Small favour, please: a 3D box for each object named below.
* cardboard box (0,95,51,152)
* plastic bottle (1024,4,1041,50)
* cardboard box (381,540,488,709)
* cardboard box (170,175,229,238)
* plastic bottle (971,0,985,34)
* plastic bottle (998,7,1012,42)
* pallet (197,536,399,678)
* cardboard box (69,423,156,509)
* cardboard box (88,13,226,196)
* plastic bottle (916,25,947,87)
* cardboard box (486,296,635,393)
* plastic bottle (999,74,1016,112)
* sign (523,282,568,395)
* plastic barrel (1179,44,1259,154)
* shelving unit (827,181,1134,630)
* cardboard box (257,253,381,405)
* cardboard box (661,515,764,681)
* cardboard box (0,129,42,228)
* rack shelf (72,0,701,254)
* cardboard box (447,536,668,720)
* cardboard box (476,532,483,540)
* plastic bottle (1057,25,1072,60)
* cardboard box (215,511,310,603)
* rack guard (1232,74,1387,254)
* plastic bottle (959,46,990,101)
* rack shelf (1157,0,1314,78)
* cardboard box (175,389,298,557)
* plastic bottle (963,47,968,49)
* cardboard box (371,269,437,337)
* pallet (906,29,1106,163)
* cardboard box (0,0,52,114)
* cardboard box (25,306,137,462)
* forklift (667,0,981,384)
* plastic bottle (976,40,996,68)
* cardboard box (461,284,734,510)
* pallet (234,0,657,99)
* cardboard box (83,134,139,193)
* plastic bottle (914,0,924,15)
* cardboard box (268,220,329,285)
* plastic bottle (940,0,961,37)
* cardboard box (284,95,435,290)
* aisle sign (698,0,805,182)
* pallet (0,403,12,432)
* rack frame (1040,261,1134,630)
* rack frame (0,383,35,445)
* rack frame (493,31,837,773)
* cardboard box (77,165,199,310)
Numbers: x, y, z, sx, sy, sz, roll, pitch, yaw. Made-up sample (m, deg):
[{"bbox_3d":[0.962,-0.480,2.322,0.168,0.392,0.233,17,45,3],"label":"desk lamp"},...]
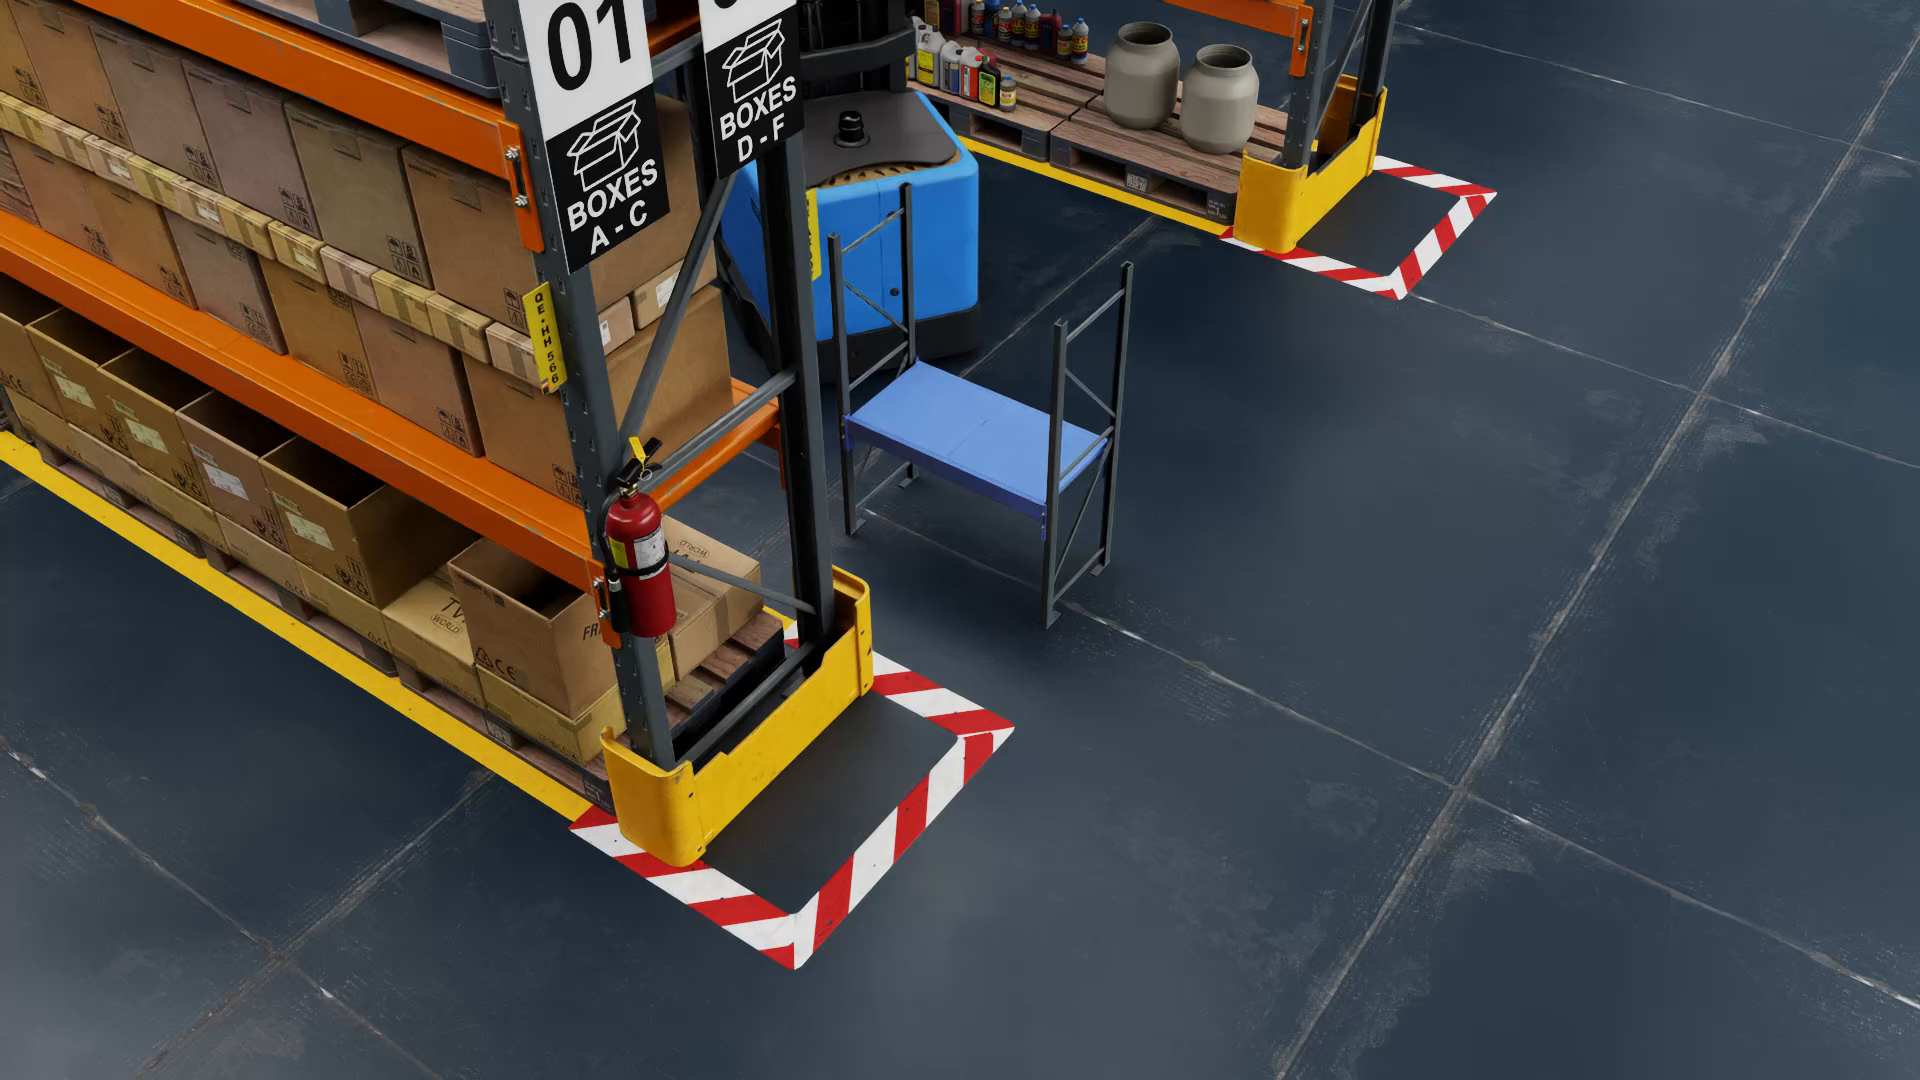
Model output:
[{"bbox_3d":[-3.346,-1.632,6.263,0.250,0.149,0.380,25,47,25],"label":"cardboard box"},{"bbox_3d":[0.448,-3.169,10.258,0.097,0.271,0.097,0,42,0],"label":"plastic bottle"},{"bbox_3d":[-1.839,0.316,6.395,0.500,0.250,0.500,25,48,25],"label":"cardboard box"},{"bbox_3d":[-2.507,-1.238,5.822,0.250,0.149,0.380,24,47,25],"label":"cardboard box"},{"bbox_3d":[0.116,-3.298,10.455,0.097,0.201,0.097,0,42,0],"label":"plastic bottle"},{"bbox_3d":[0.285,-3.219,10.367,0.097,0.201,0.097,0,42,0],"label":"plastic bottle"},{"bbox_3d":[-2.458,-0.022,7.116,1.213,0.211,1.003,25,48,25],"label":"pallet"},{"bbox_3d":[-3.476,-0.450,7.250,0.500,0.250,0.500,25,48,25],"label":"cardboard box"},{"bbox_3d":[-2.489,-1.633,5.778,0.500,0.500,0.700,25,48,25],"label":"cardboard box"},{"bbox_3d":[-0.164,-2.893,9.890,0.185,0.351,0.144,27,48,27],"label":"plastic bottle"},{"bbox_3d":[-1.236,-0.645,5.160,0.250,0.149,0.380,24,47,25],"label":"cardboard box"},{"bbox_3d":[0.278,-2.611,9.688,0.097,0.201,0.097,0,42,0],"label":"plastic bottle"},{"bbox_3d":[-1.136,-0.552,4.572,0.005,0.325,0.100,25,48,25],"label":"sign"},{"bbox_3d":[1.451,-2.466,9.307,0.421,0.512,0.421,0,42,0],"label":"plastic barrel"},{"bbox_3d":[0.070,-0.526,6.713,1.048,1.500,0.538,25,48,25],"label":"shelving unit"},{"bbox_3d":[-2.024,-0.938,5.974,0.500,0.500,0.700,25,48,26],"label":"cardboard box"},{"bbox_3d":[-1.125,0.218,6.504,0.500,0.250,0.500,25,48,25],"label":"cardboard box"},{"bbox_3d":[-3.722,-1.726,6.854,0.500,0.500,0.700,24,47,24],"label":"cardboard box"},{"bbox_3d":[-2.451,-1.939,5.458,4.000,0.370,1.077,25,48,25],"label":"rack shelf"},{"bbox_3d":[-1.423,0.222,5.937,0.500,0.500,0.500,25,48,25],"label":"cardboard box"},{"bbox_3d":[-1.945,-0.163,6.930,0.500,0.250,0.500,25,48,25],"label":"cardboard box"},{"bbox_3d":[0.643,-3.052,10.179,0.097,0.201,0.097,0,42,0],"label":"plastic bottle"},{"bbox_3d":[-2.657,-0.067,6.823,0.500,0.250,0.500,25,48,25],"label":"cardboard box"},{"bbox_3d":[1.944,-2.098,9.220,0.348,0.500,1.175,25,48,25],"label":"rack guard"},{"bbox_3d":[0.088,-2.751,9.787,0.135,0.276,0.152,25,48,26],"label":"plastic bottle"},{"bbox_3d":[0.396,-3.524,9.478,4.000,0.370,1.077,25,48,25],"label":"rack shelf"},{"bbox_3d":[-2.659,-0.345,6.571,0.500,0.500,0.500,25,48,25],"label":"cardboard box"},{"bbox_3d":[0.030,-2.851,9.956,0.097,0.201,0.097,0,42,0],"label":"plastic bottle"},{"bbox_3d":[-1.660,-0.842,5.380,0.250,0.149,0.380,24,47,25],"label":"cardboard box"},{"bbox_3d":[0.288,-2.772,10.190,1.213,0.211,1.003,25,48,25],"label":"pallet"},{"bbox_3d":[-3.307,-2.017,6.206,0.500,0.500,0.700,25,47,25],"label":"cardboard box"},{"bbox_3d":[-3.475,-0.731,7.002,0.500,0.500,0.500,25,48,25],"label":"cardboard box"},{"bbox_3d":[-0.899,-2.807,8.189,1.130,2.935,3.031,-14,44,-15],"label":"forklift"},{"bbox_3d":[0.148,-2.812,9.850,0.133,0.283,0.061,25,48,25],"label":"plastic bottle"},{"bbox_3d":[-1.188,-0.547,5.536,0.500,0.500,0.700,25,48,25],"label":"cardboard box"},{"bbox_3d":[-1.378,-1.693,4.710,1.213,0.211,1.003,25,48,25],"label":"pallet"},{"bbox_3d":[-2.922,-1.434,6.042,0.250,0.149,0.380,24,47,24],"label":"cardboard box"},{"bbox_3d":[-0.234,-3.507,10.627,0.133,0.283,0.061,28,49,28],"label":"plastic bottle"},{"bbox_3d":[-2.080,-1.040,5.601,0.250,0.149,0.380,27,48,27],"label":"cardboard box"},{"bbox_3d":[-0.057,-3.301,10.396,0.133,0.283,0.061,25,48,25],"label":"plastic bottle"},{"bbox_3d":[-1.665,-1.249,5.348,0.500,0.500,0.700,24,47,24],"label":"cardboard box"},{"bbox_3d":[-0.584,-1.434,4.654,0.004,0.787,0.394,25,48,25],"label":"aisle sign"},{"bbox_3d":[-4.714,-1.077,8.295,1.213,0.211,1.003,25,48,25],"label":"pallet"},{"bbox_3d":[0.486,-0.332,6.496,0.032,1.500,0.500,25,48,25],"label":"rack frame"},{"bbox_3d":[-4.088,-1.855,7.074,0.127,3.000,1.000,25,48,25],"label":"rack frame"},{"bbox_3d":[-0.814,-0.324,5.362,0.127,3.000,1.000,25,48,25],"label":"rack frame"},{"bbox_3d":[-2.877,-1.333,6.416,0.500,0.500,0.700,26,48,26],"label":"cardboard box"}]
